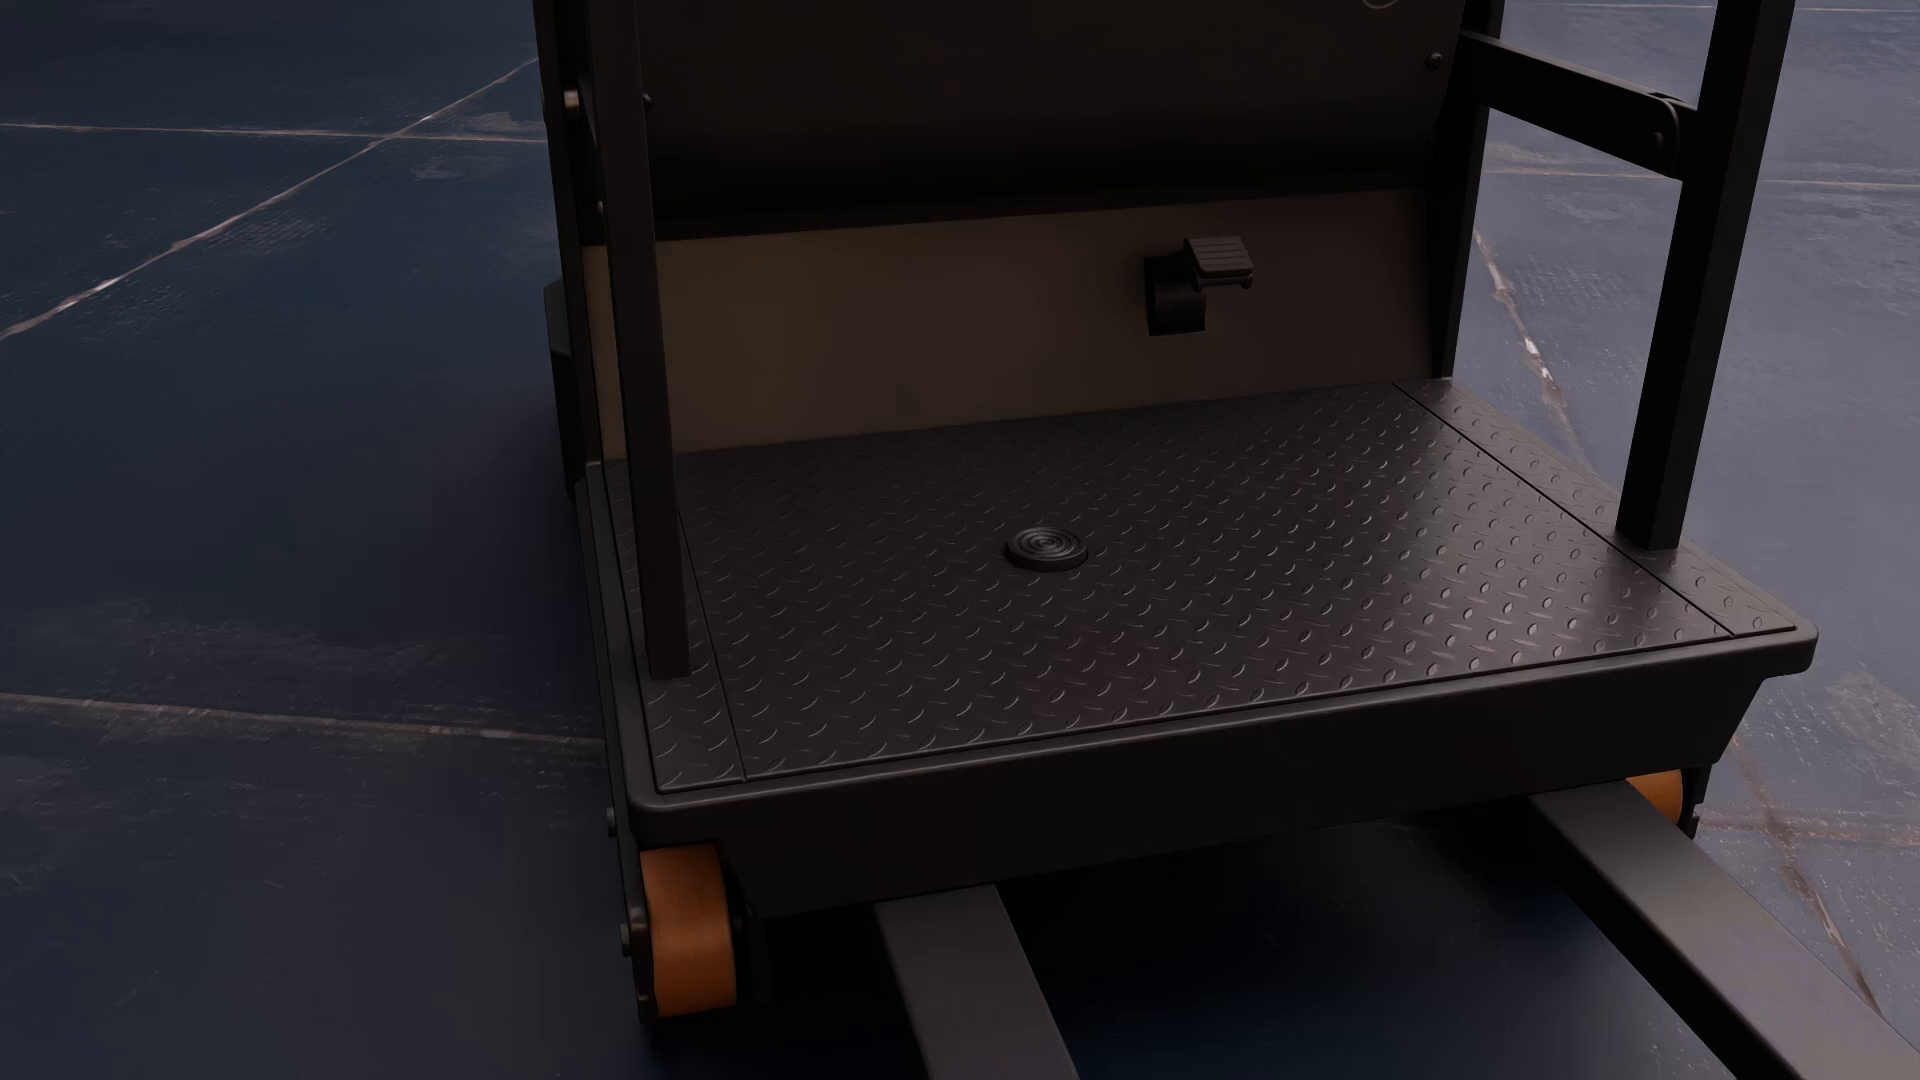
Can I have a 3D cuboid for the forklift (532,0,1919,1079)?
[{"bbox_3d":[0.153,-1.049,1.319,1.130,2.935,3.031,-7,27,-13],"label":"forklift"}]
